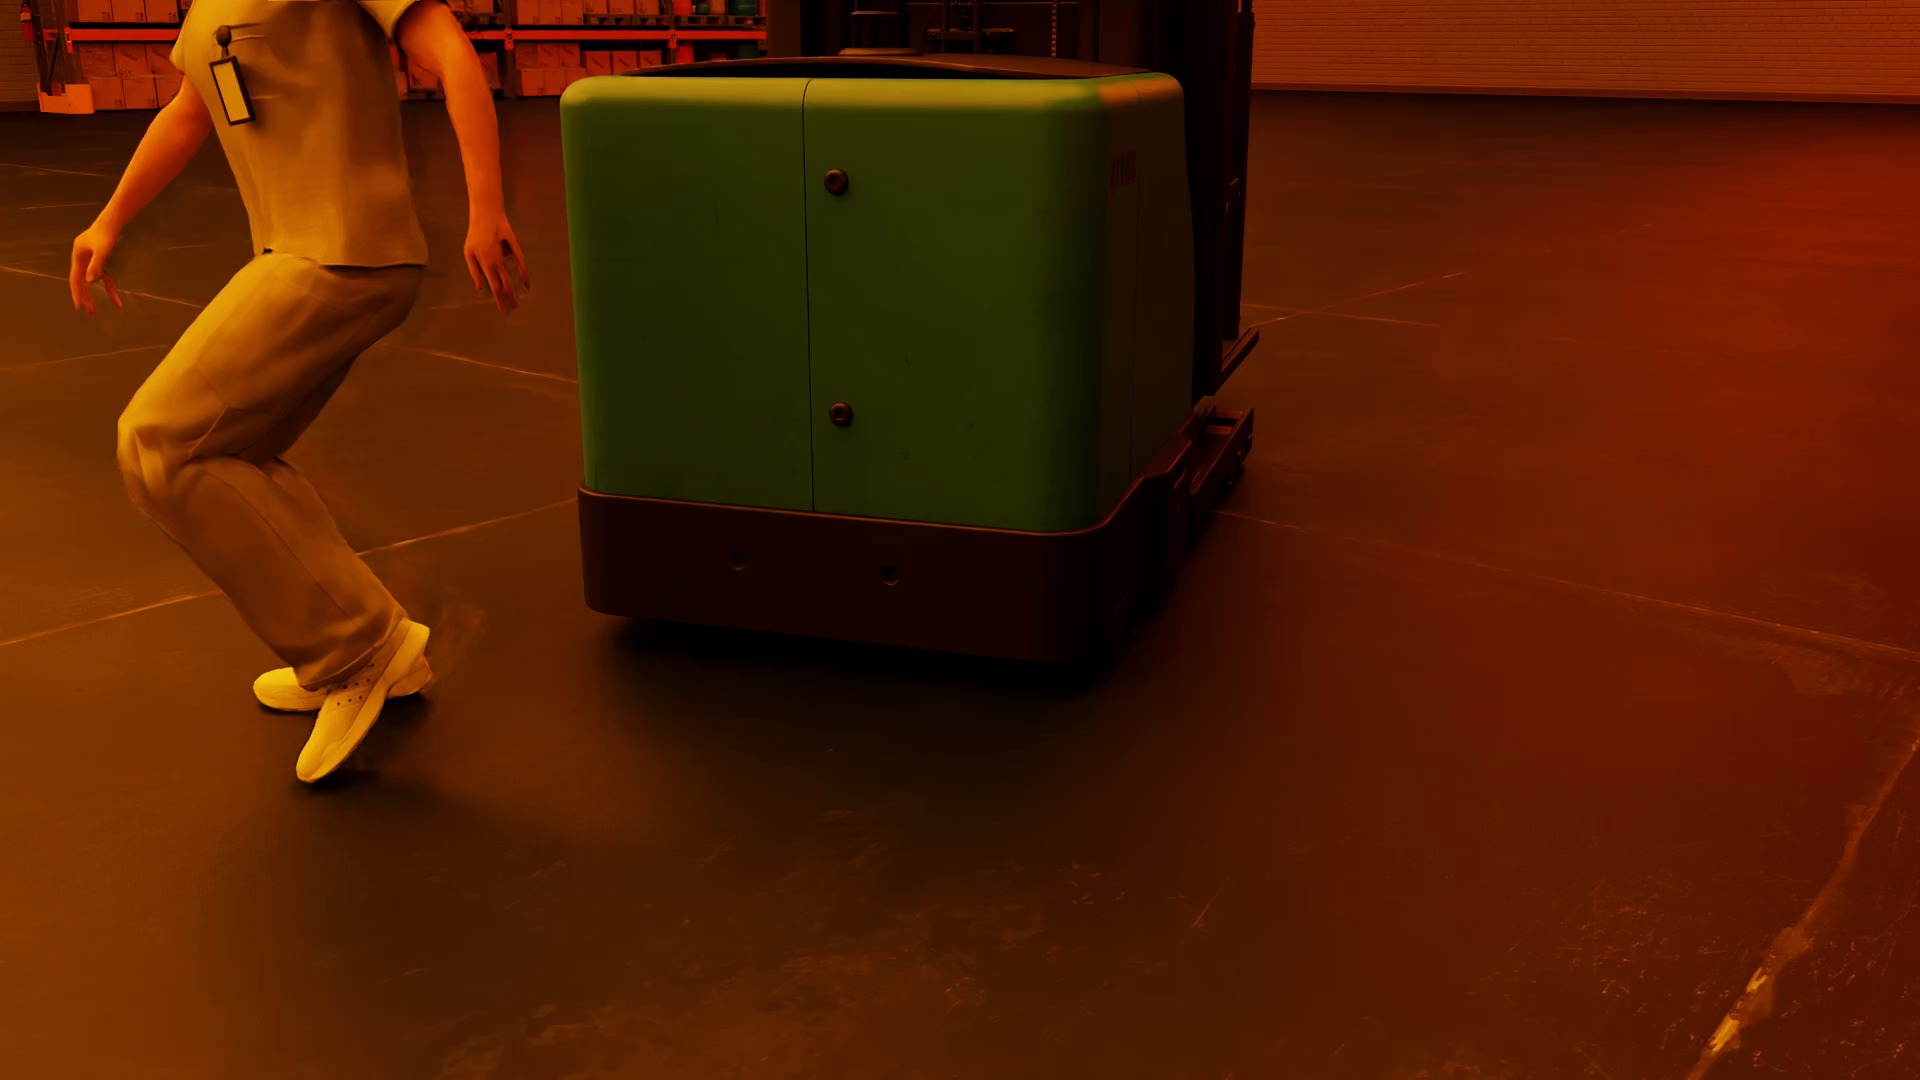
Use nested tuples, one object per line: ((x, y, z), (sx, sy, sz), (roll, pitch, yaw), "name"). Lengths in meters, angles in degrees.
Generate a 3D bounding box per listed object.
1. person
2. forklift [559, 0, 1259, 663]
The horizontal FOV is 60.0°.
((-1.064, -0.430, 2.631), (0.607, 1.585, 0.661), (-9, 19, -28), "person")
((0.182, -1.571, 4.072), (1.130, 2.935, 3.031), (5, 18, 17), "forklift")
